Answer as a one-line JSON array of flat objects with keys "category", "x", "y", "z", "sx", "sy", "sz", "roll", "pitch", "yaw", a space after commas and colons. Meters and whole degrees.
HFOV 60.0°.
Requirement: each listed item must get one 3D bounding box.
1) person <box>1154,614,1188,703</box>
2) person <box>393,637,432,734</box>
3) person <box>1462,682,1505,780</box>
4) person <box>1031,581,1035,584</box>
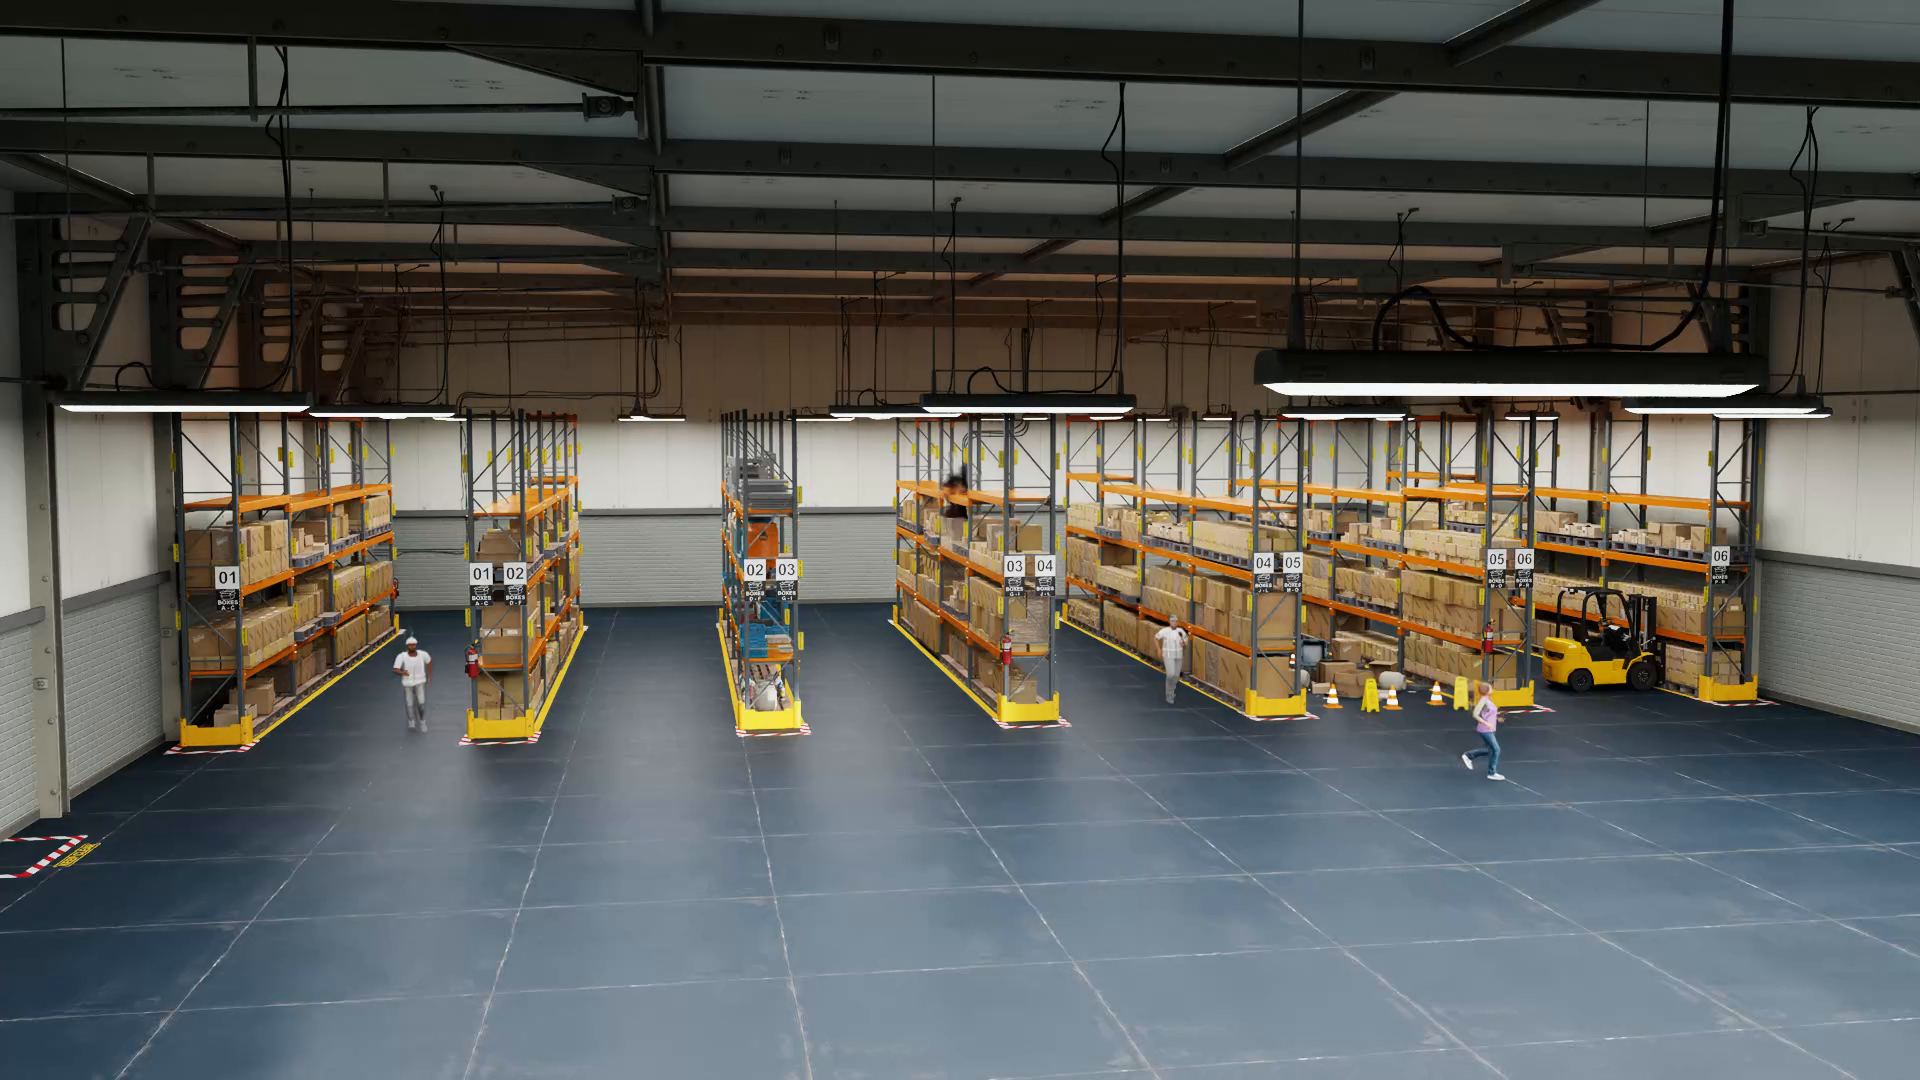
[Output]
[{"category": "person", "x": 4.400, "y": 2.452, "z": 34.367, "sx": 0.631, "sy": 1.850, "sz": 0.768, "roll": -1, "pitch": 4, "yaw": -16}, {"category": "person", "x": -10.135, "y": 2.691, "z": 30.837, "sx": 0.700, "sy": 1.788, "sz": 0.737, "roll": -1, "pitch": 4, "yaw": -20}, {"category": "person", "x": 8.439, "y": 3.077, "z": 26.813, "sx": 0.705, "sy": 1.543, "sz": 0.510, "roll": 2, "pitch": 5, "yaw": 30}, {"category": "person", "x": 2.212, "y": 1.685, "z": 45.878, "sx": 0.675, "sy": 1.730, "sz": 0.844, "roll": 0, "pitch": 4, "yaw": -2}]
